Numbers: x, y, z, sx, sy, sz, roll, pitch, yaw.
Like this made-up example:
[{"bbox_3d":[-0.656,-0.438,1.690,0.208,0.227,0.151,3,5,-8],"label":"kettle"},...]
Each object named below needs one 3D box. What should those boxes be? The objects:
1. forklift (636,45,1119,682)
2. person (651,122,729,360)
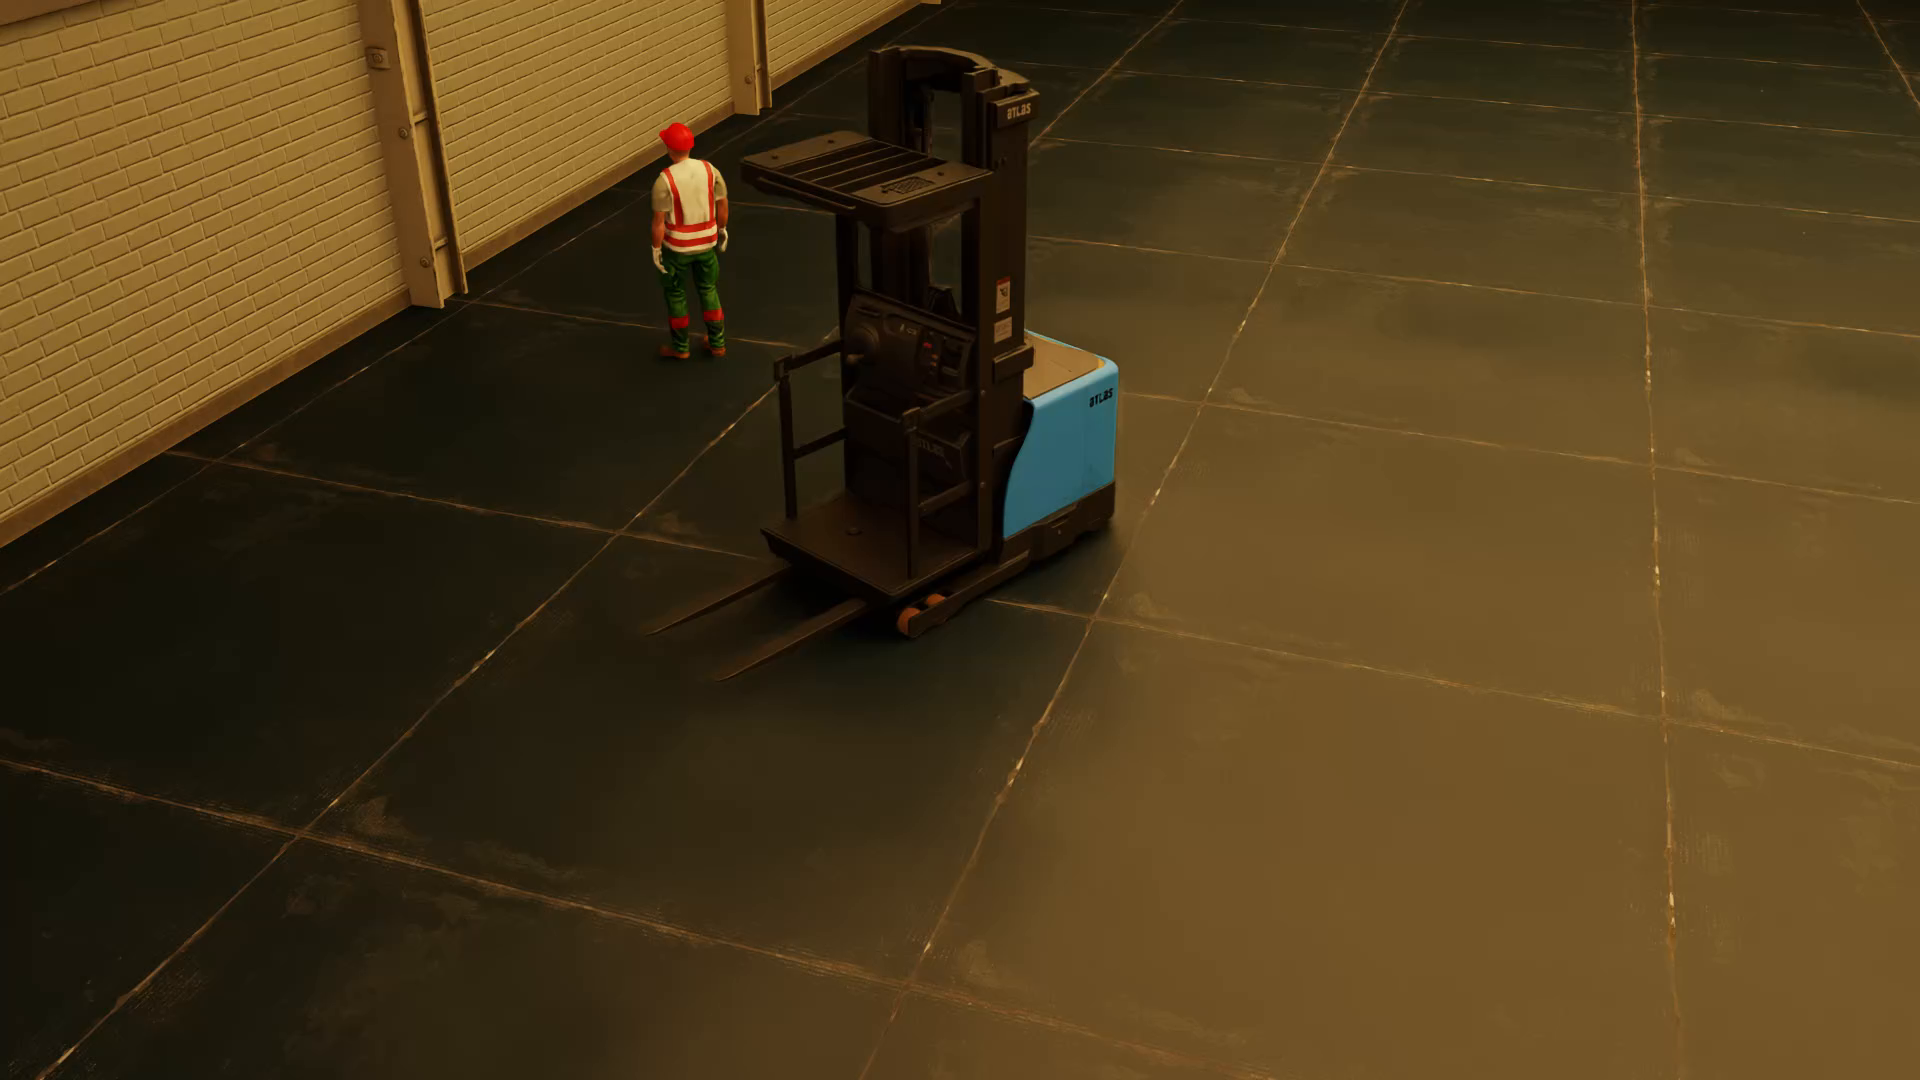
[{"bbox_3d":[-0.431,-1.021,8.927,1.130,2.935,3.031,25,38,37],"label":"forklift"},{"bbox_3d":[-1.986,-2.168,12.113,0.632,1.806,0.488,-18,34,-28],"label":"person"}]
